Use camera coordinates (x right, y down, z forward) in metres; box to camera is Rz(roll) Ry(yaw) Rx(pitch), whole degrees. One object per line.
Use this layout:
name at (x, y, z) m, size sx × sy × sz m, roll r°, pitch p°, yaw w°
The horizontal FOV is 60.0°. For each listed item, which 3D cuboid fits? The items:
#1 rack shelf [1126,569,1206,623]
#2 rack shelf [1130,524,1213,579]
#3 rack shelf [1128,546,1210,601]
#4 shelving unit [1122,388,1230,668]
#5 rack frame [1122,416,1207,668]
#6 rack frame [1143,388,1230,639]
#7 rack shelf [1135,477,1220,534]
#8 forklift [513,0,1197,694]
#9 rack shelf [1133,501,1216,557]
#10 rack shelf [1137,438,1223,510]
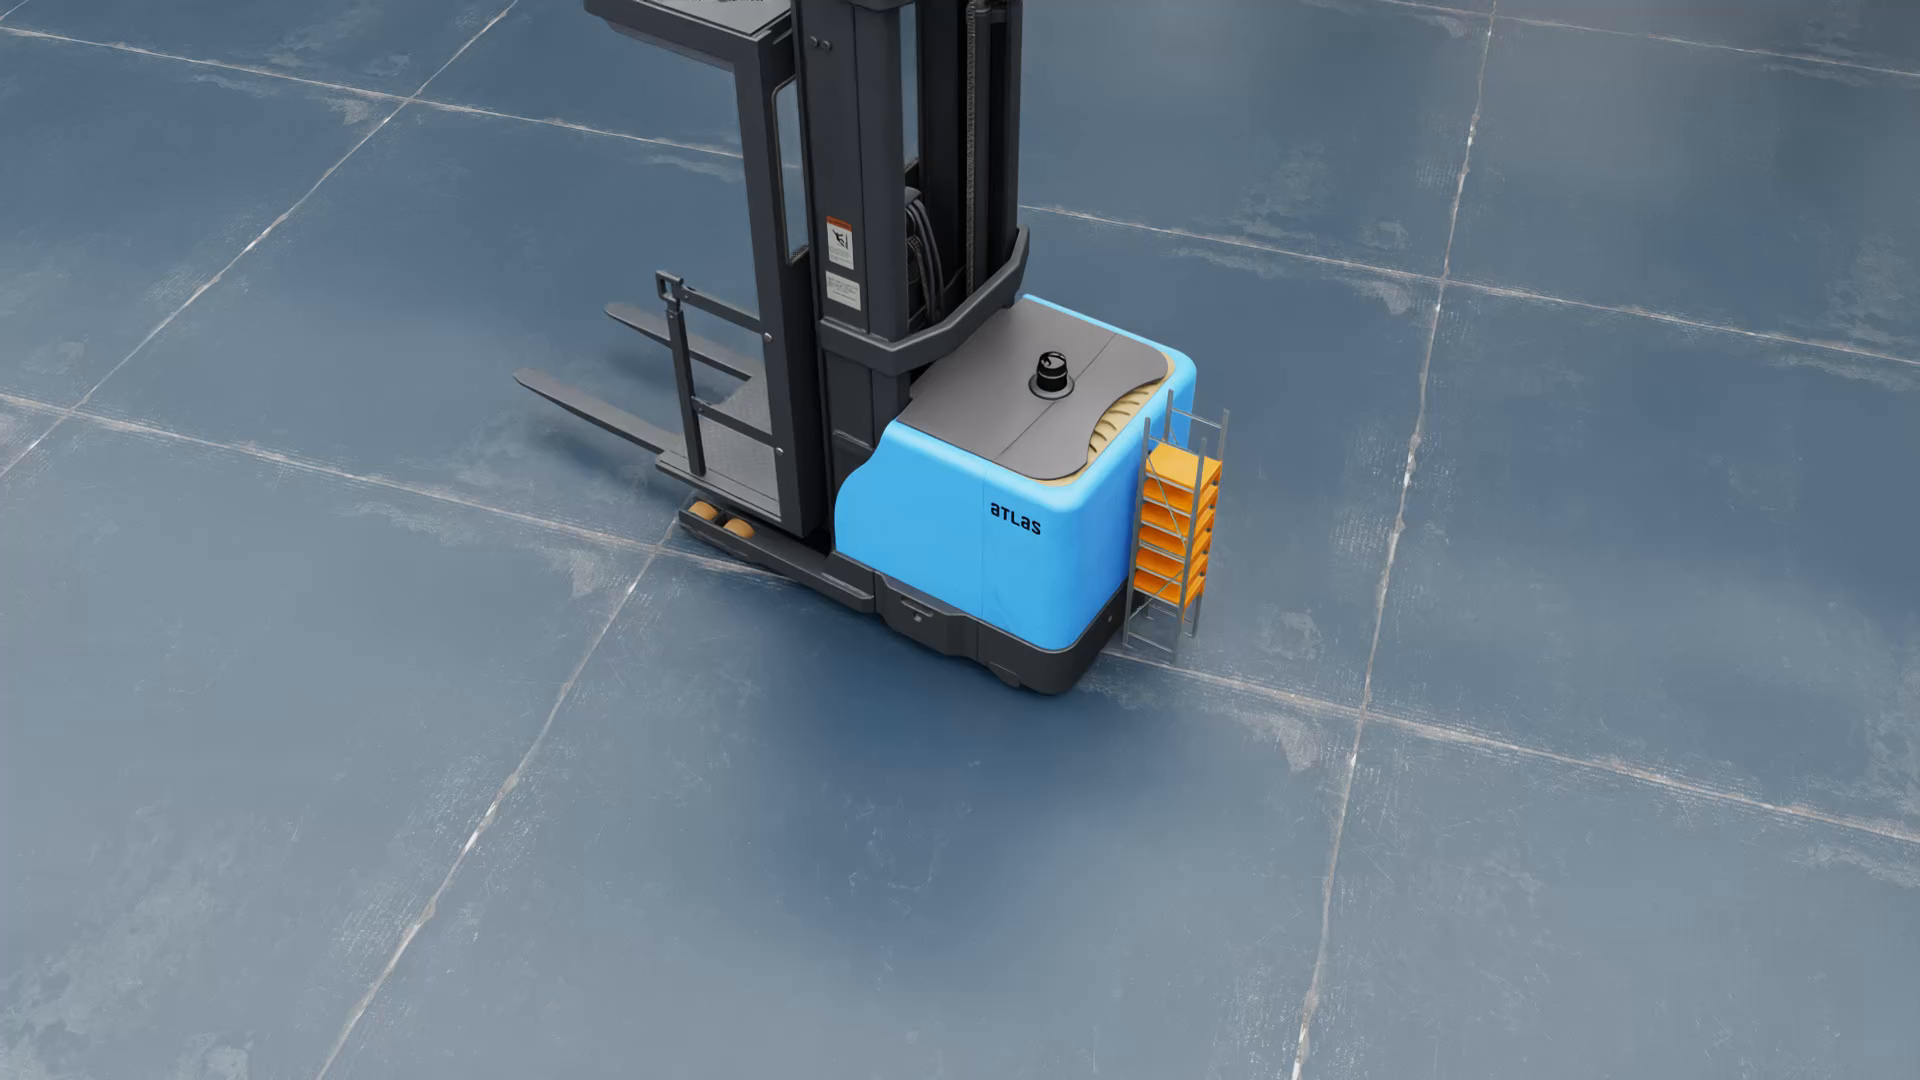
rack shelf at (0.806, 0.185, 6.508) m, size 0.258 × 0.103 × 0.180 m, roll 23°, pitch 49°, yaw 22°
rack shelf at (0.806, 0.014, 6.340) m, size 0.258 × 0.103 × 0.180 m, roll 23°, pitch 49°, yaw 22°
rack shelf at (0.806, 0.100, 6.424) m, size 0.258 × 0.103 × 0.180 m, roll 23°, pitch 49°, yaw 22°
shelving unit at (0.806, -0.018, 6.309) m, size 0.258 × 1.200 × 0.189 m, roll 23°, pitch 49°, yaw 22°
rack frame at (0.758, 0.037, 6.254) m, size 0.240 × 1.200 × 0.006 m, roll 23°, pitch 49°, yaw 22°
rack frame at (0.854, -0.072, 6.365) m, size 0.240 × 1.200 × 0.006 m, roll 23°, pitch 49°, yaw 22°
rack shelf at (0.806, -0.158, 6.173) m, size 0.258 × 0.103 × 0.180 m, roll 23°, pitch 49°, yaw 22°
forklift at (-0.596, -1.257, 6.338) m, size 3.031 × 2.935 × 1.130 m, roll 25°, pitch 49°, yaw 23°
rack shelf at (0.806, -0.072, 6.256) m, size 0.258 × 0.103 × 0.180 m, roll 23°, pitch 49°, yaw 22°
rack shelf at (0.806, -0.243, 6.089) m, size 0.258 × 0.103 × 0.180 m, roll 23°, pitch 49°, yaw 22°
